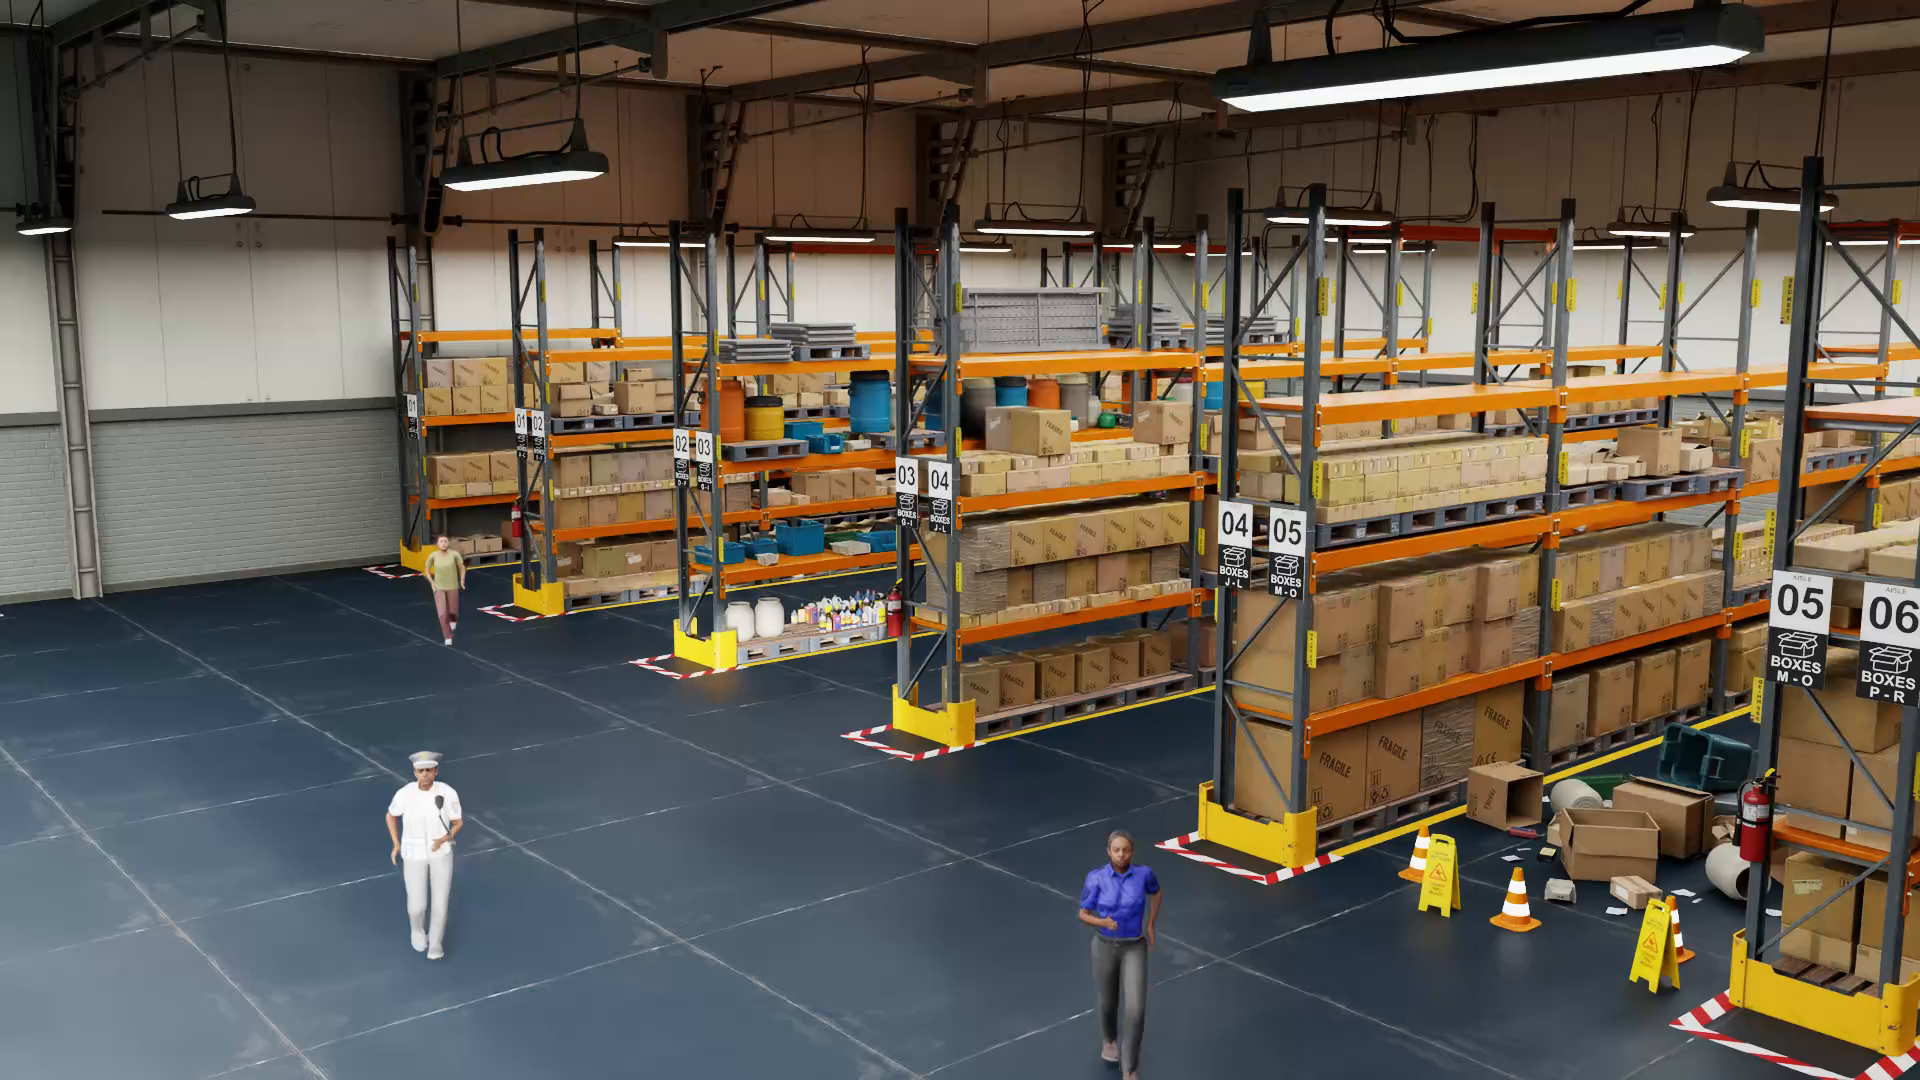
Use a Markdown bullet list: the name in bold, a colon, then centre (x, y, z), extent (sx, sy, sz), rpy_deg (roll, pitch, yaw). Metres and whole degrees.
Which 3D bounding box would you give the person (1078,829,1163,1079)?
- **person**: centre (1.041, 2.756, 10.801), extent (0.556, 1.630, 0.714), rpy_deg (1, 9, 4)

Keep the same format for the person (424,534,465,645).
- **person**: centre (-7.442, 0.690, 24.063), extent (0.565, 1.617, 0.587), rpy_deg (-3, 9, -18)

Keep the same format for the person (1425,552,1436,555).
- **person**: centre (6.237, 0.925, 22.077), extent (0.712, 1.725, 0.573), rpy_deg (8, 12, 44)

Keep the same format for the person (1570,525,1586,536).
- **person**: centre (9.111, 0.582, 24.536), extent (0.935, 1.682, 0.617), rpy_deg (-8, 12, -42)

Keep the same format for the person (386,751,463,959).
- **person**: centre (-4.059, 2.415, 12.653), extent (0.560, 1.659, 0.576), rpy_deg (-3, 9, -18)
